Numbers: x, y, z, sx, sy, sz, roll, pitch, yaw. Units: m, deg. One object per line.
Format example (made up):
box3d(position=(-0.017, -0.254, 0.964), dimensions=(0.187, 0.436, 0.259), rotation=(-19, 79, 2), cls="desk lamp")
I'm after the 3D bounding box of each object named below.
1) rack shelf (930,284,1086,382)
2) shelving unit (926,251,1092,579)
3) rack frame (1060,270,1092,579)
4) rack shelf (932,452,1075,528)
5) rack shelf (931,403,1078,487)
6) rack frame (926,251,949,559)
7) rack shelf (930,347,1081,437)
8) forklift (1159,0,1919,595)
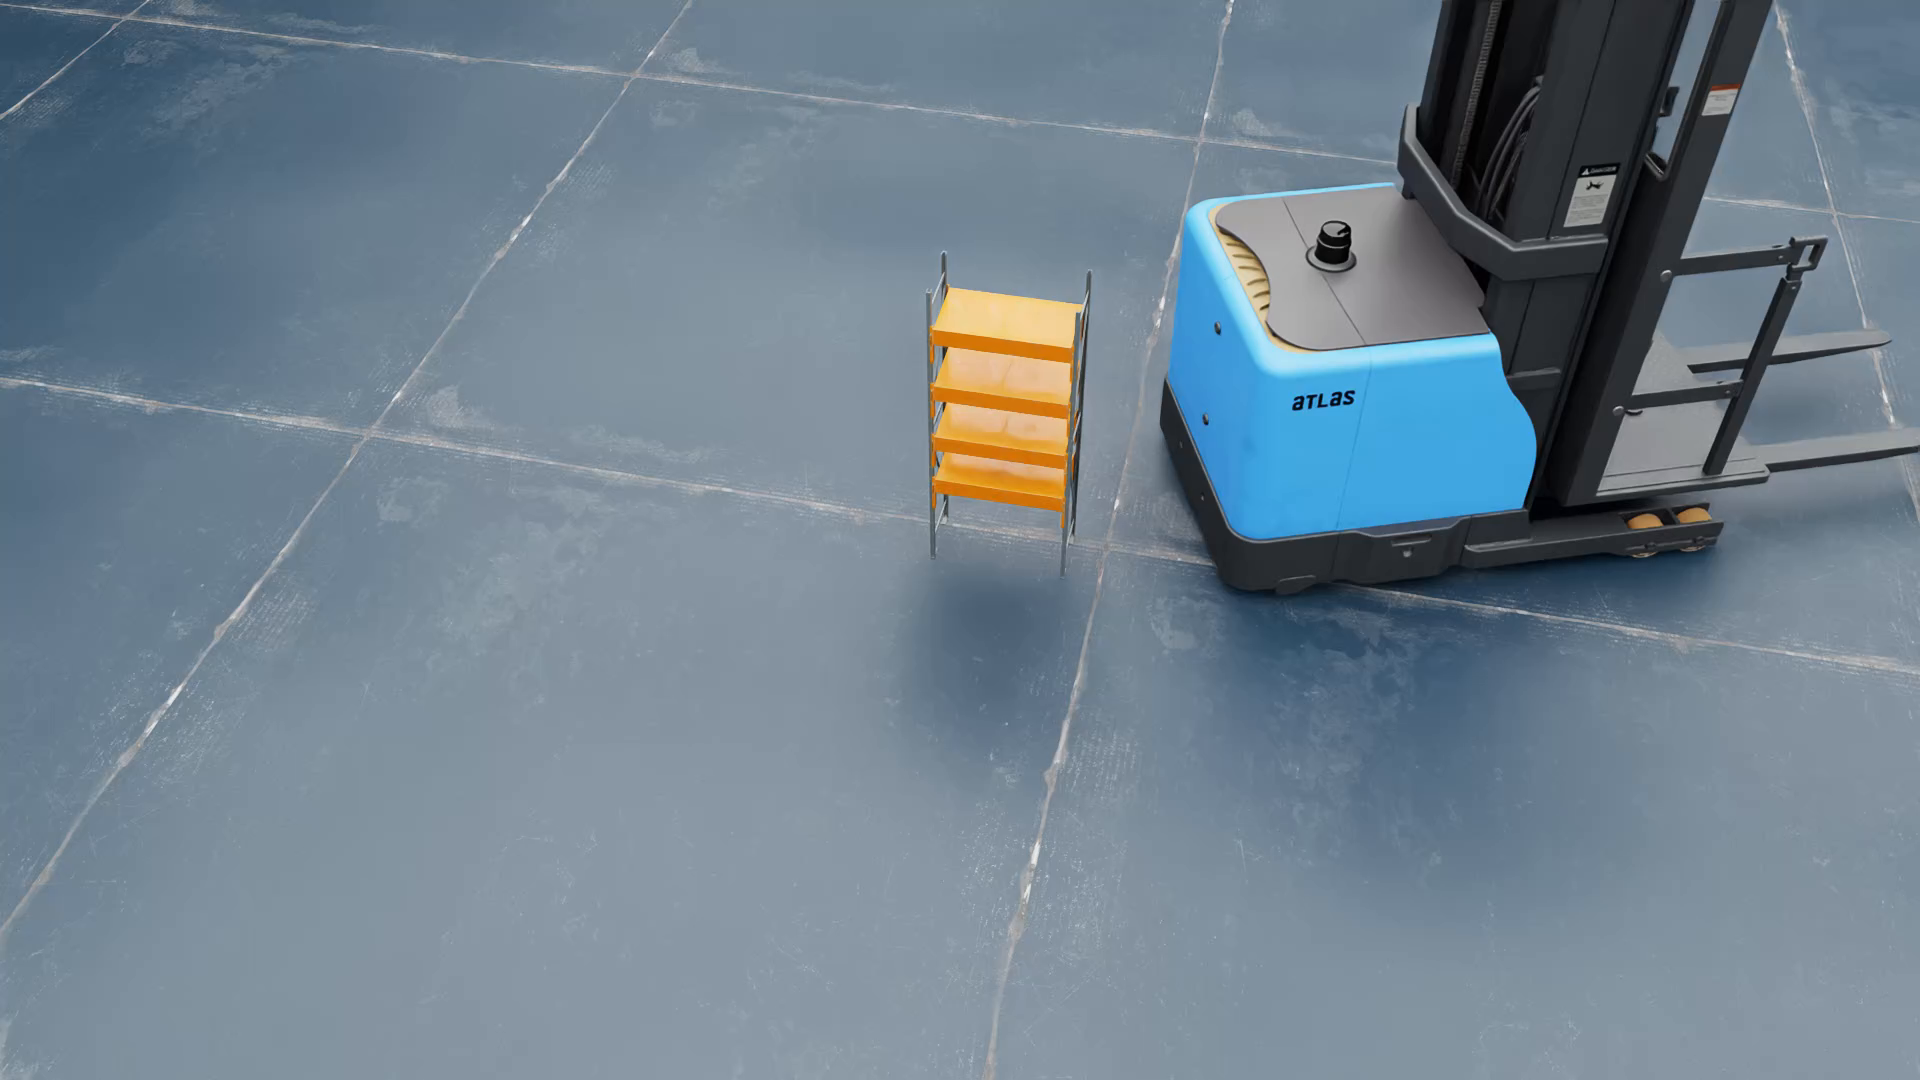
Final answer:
box3d(position=(0.162, -0.690, 5.535), dimensions=(0.480, 0.148, 0.258), rotation=(9, 45, 9), cls="rack shelf")
box3d(position=(0.162, -0.407, 5.808), dimensions=(0.503, 1.200, 0.258), rotation=(9, 45, 9), cls="shelving unit")
box3d(position=(0.400, -0.370, 5.769), dimensions=(0.015, 1.200, 0.240), rotation=(9, 45, 9), cls="rack frame")
box3d(position=(0.162, -0.216, 5.992), dimensions=(0.480, 0.148, 0.258), rotation=(9, 45, 9), cls="rack shelf")
box3d(position=(0.162, -0.359, 5.855), dimensions=(0.480, 0.148, 0.258), rotation=(9, 45, 9), cls="rack shelf")
box3d(position=(-0.077, -0.444, 5.846), dimensions=(0.015, 1.200, 0.240), rotation=(9, 45, 9), cls="rack frame")
box3d(position=(0.162, -0.520, 5.699), dimensions=(0.480, 0.148, 0.258), rotation=(9, 45, 9), cls="rack shelf")
box3d(position=(2.360, -1.346, 5.535), dimensions=(3.031, 2.935, 1.130), rotation=(-7, 44, -7), cls="forklift")
